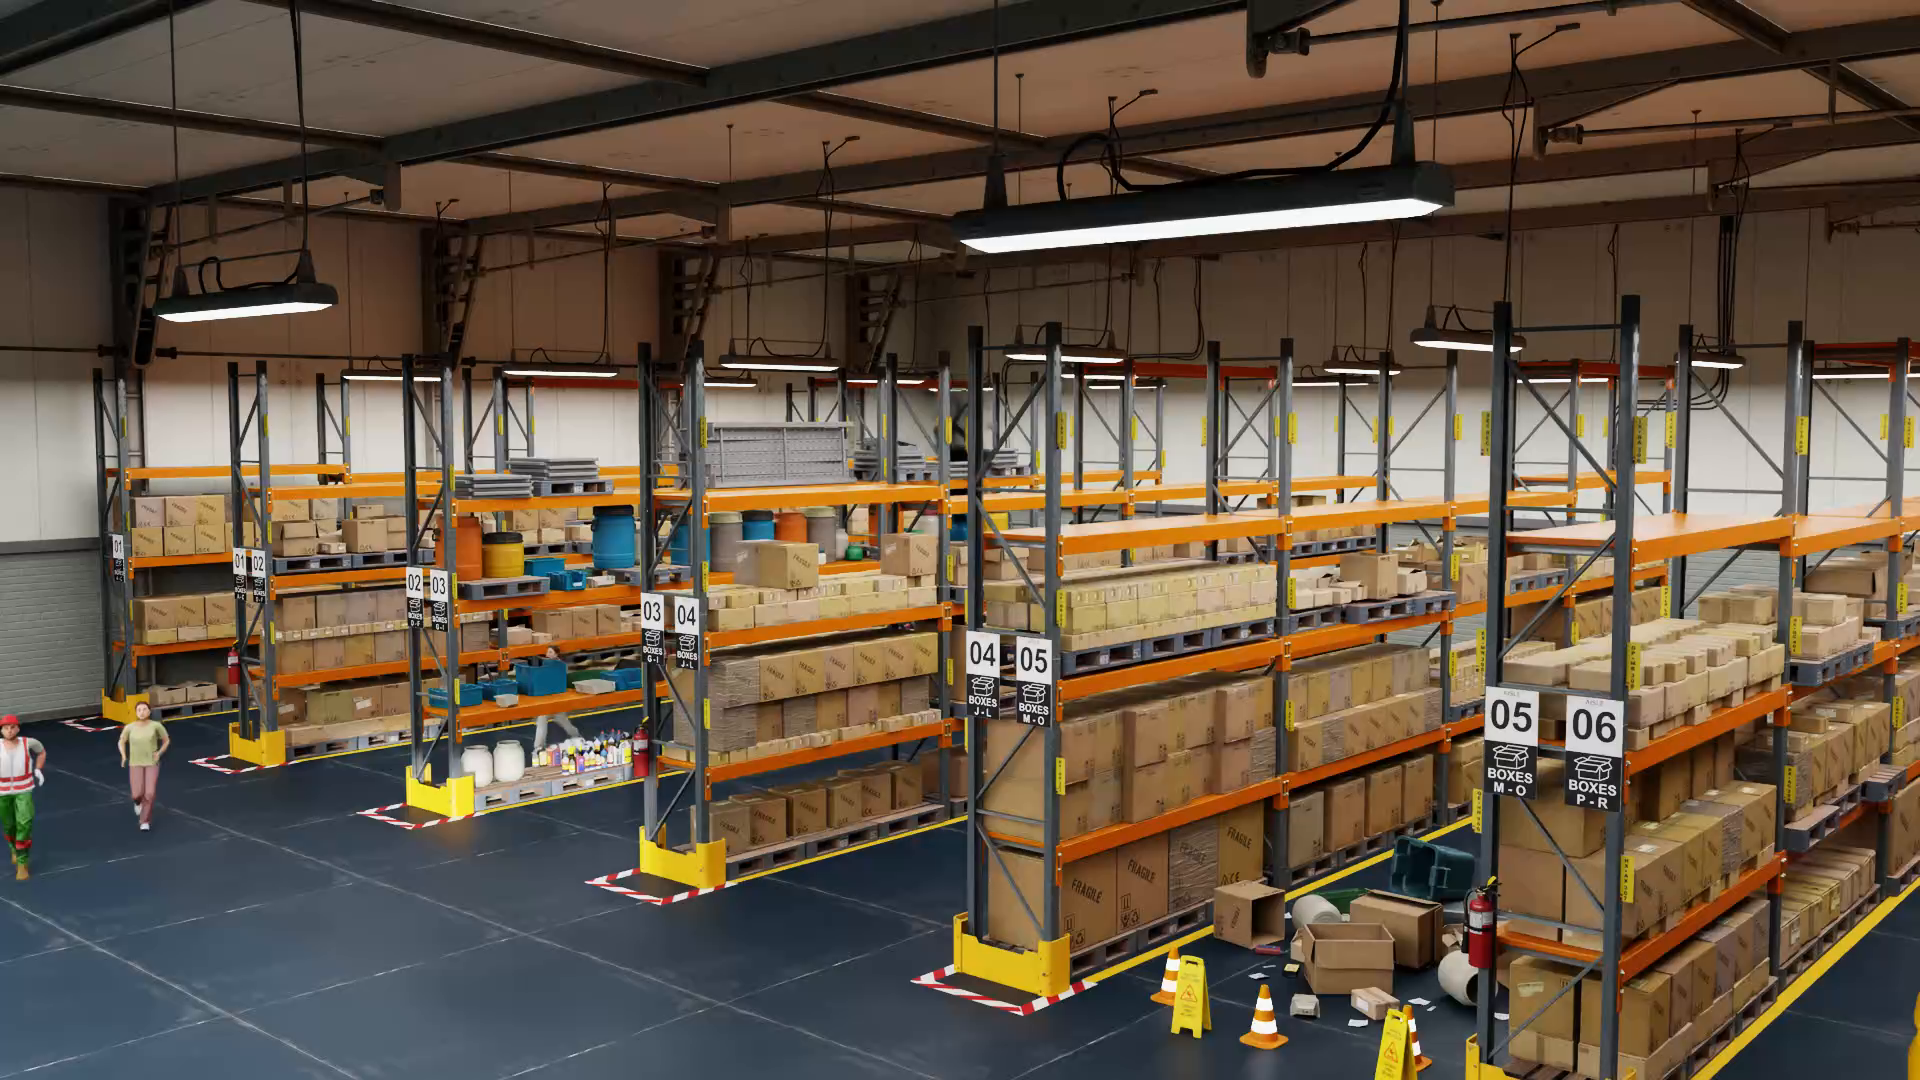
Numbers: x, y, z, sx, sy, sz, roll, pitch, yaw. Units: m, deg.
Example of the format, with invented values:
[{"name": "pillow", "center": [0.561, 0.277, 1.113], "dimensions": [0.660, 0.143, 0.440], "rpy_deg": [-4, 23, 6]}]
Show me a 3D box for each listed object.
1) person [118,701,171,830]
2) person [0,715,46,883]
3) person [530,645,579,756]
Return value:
[{"name": "person", "center": [-10.233, 2.830, 20.875], "dimensions": [0.594, 1.621, 0.498], "rpy_deg": [-2, 5, -24]}, {"name": "person", "center": [-10.697, 2.878, 18.790], "dimensions": [0.642, 1.833, 0.893], "rpy_deg": [-2, 5, -24]}, {"name": "person", "center": [-6.244, 2.429, 25.513], "dimensions": [0.564, 1.655, 0.969], "rpy_deg": [2, 5, 27]}]
